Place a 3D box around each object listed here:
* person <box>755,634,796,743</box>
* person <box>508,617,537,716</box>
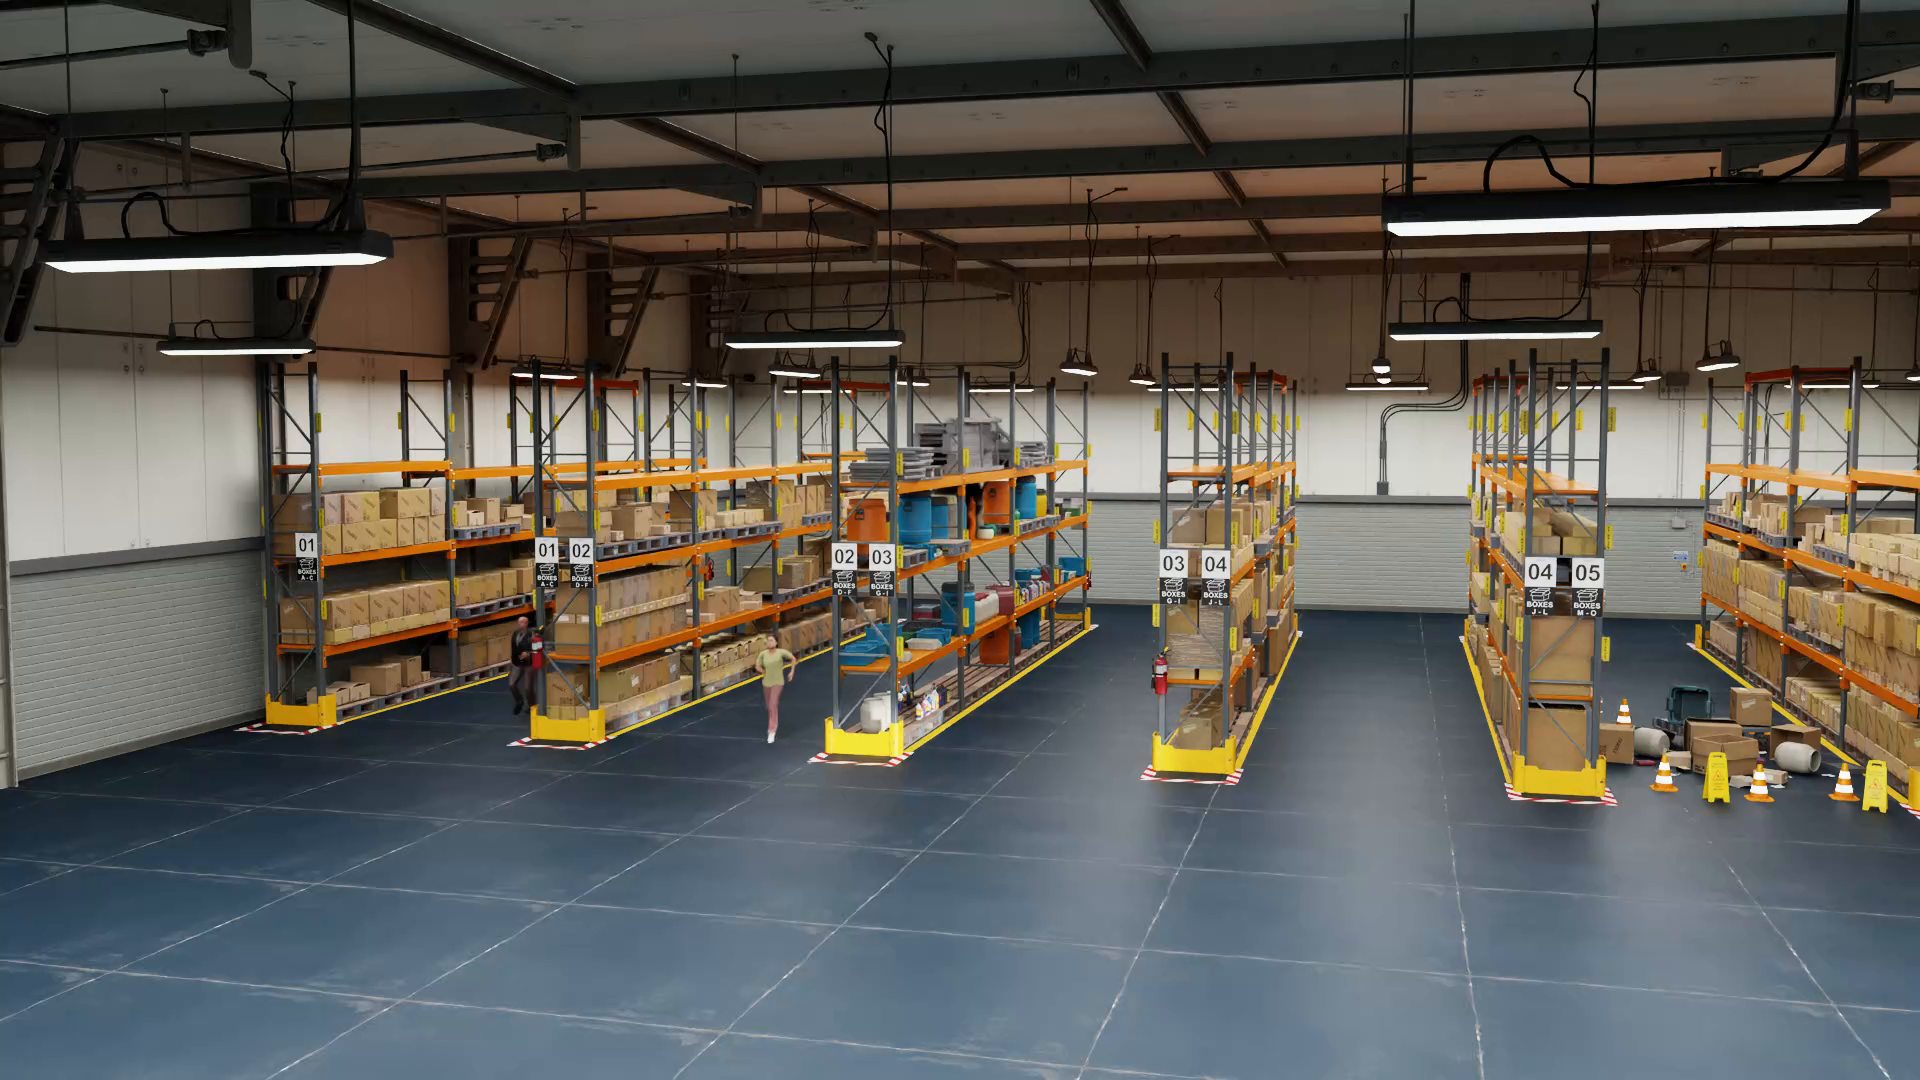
[{"bbox_3d":[-2.927,2.318,26.355,0.595,1.707,0.839,1,4,13],"label":"person"},{"bbox_3d":[-7.441,2.156,28.337,0.661,1.706,0.677,1,4,13],"label":"person"}]
